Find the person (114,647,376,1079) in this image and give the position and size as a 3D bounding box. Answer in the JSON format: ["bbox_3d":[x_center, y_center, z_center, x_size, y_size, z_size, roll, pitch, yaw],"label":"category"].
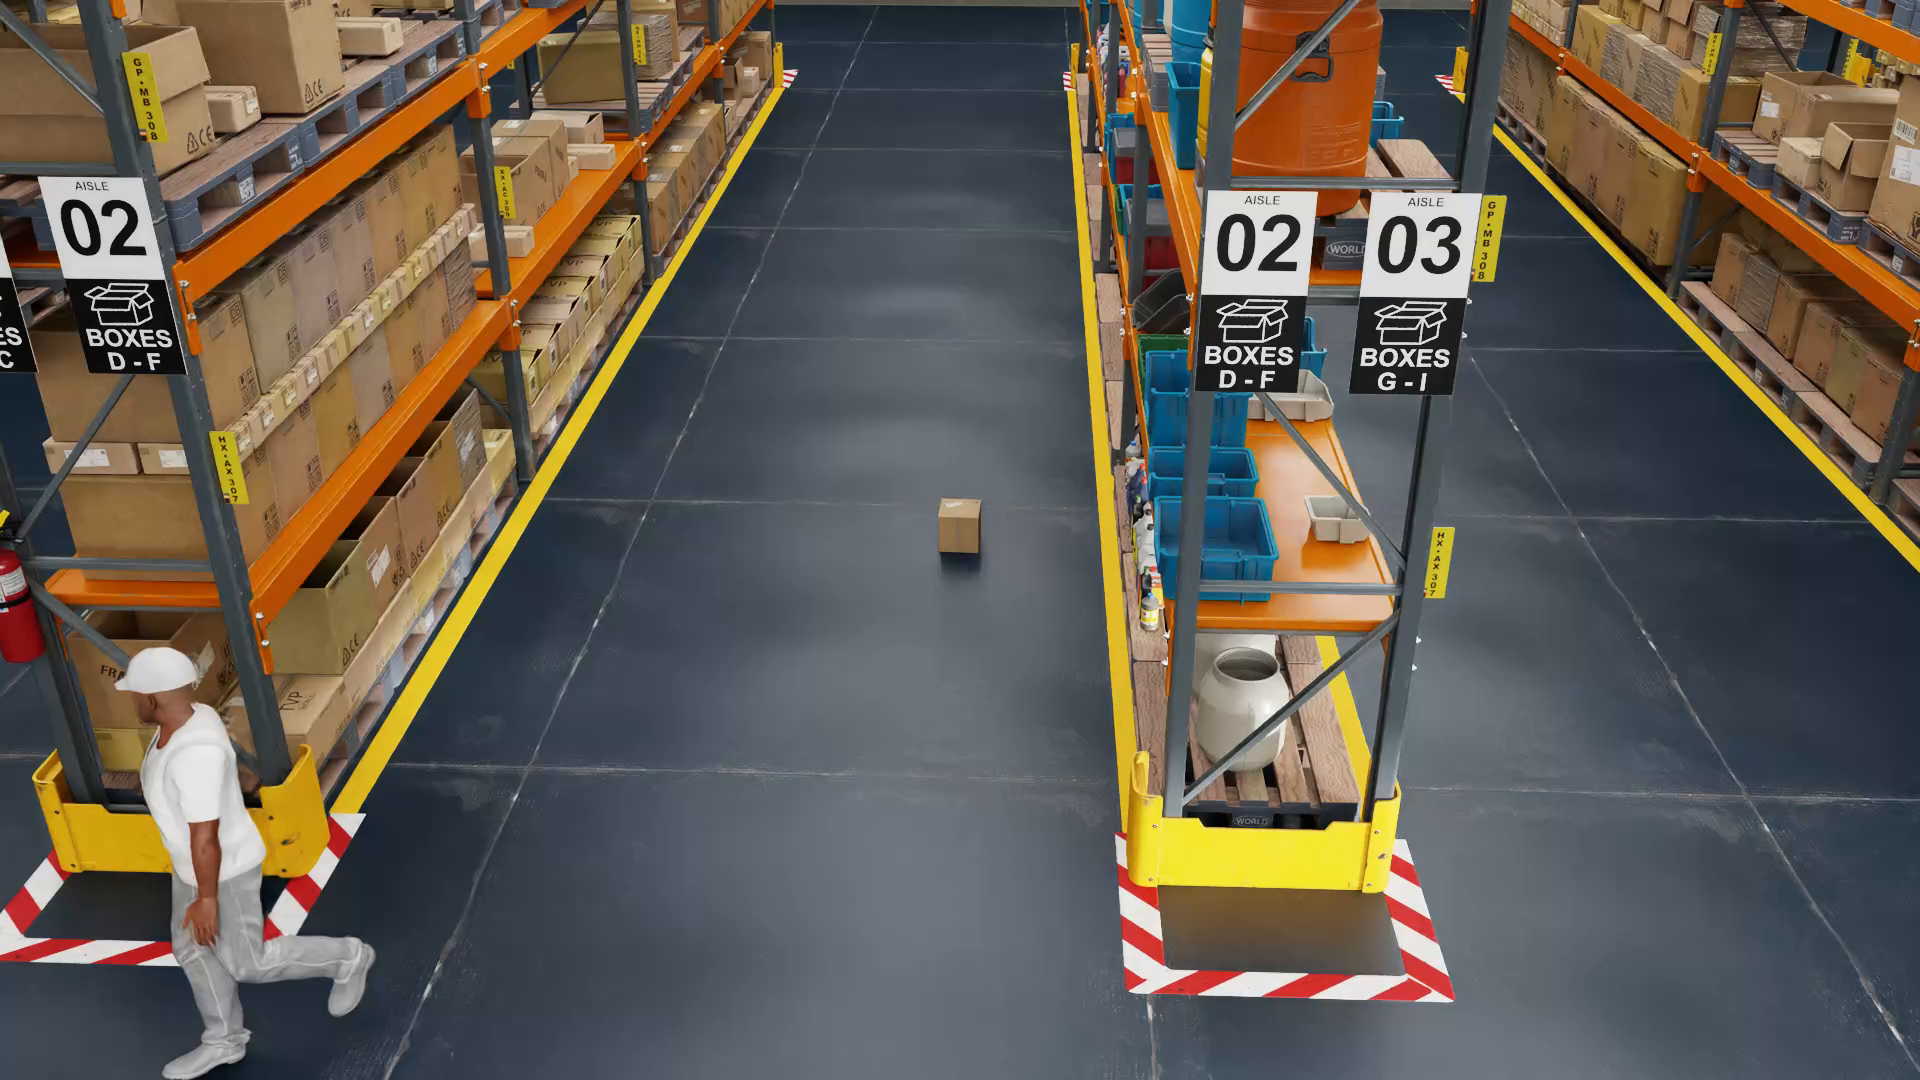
[{"bbox_3d":[-2.781,1.201,6.316,0.847,1.733,0.669,-18,33,-31],"label":"person"}]
